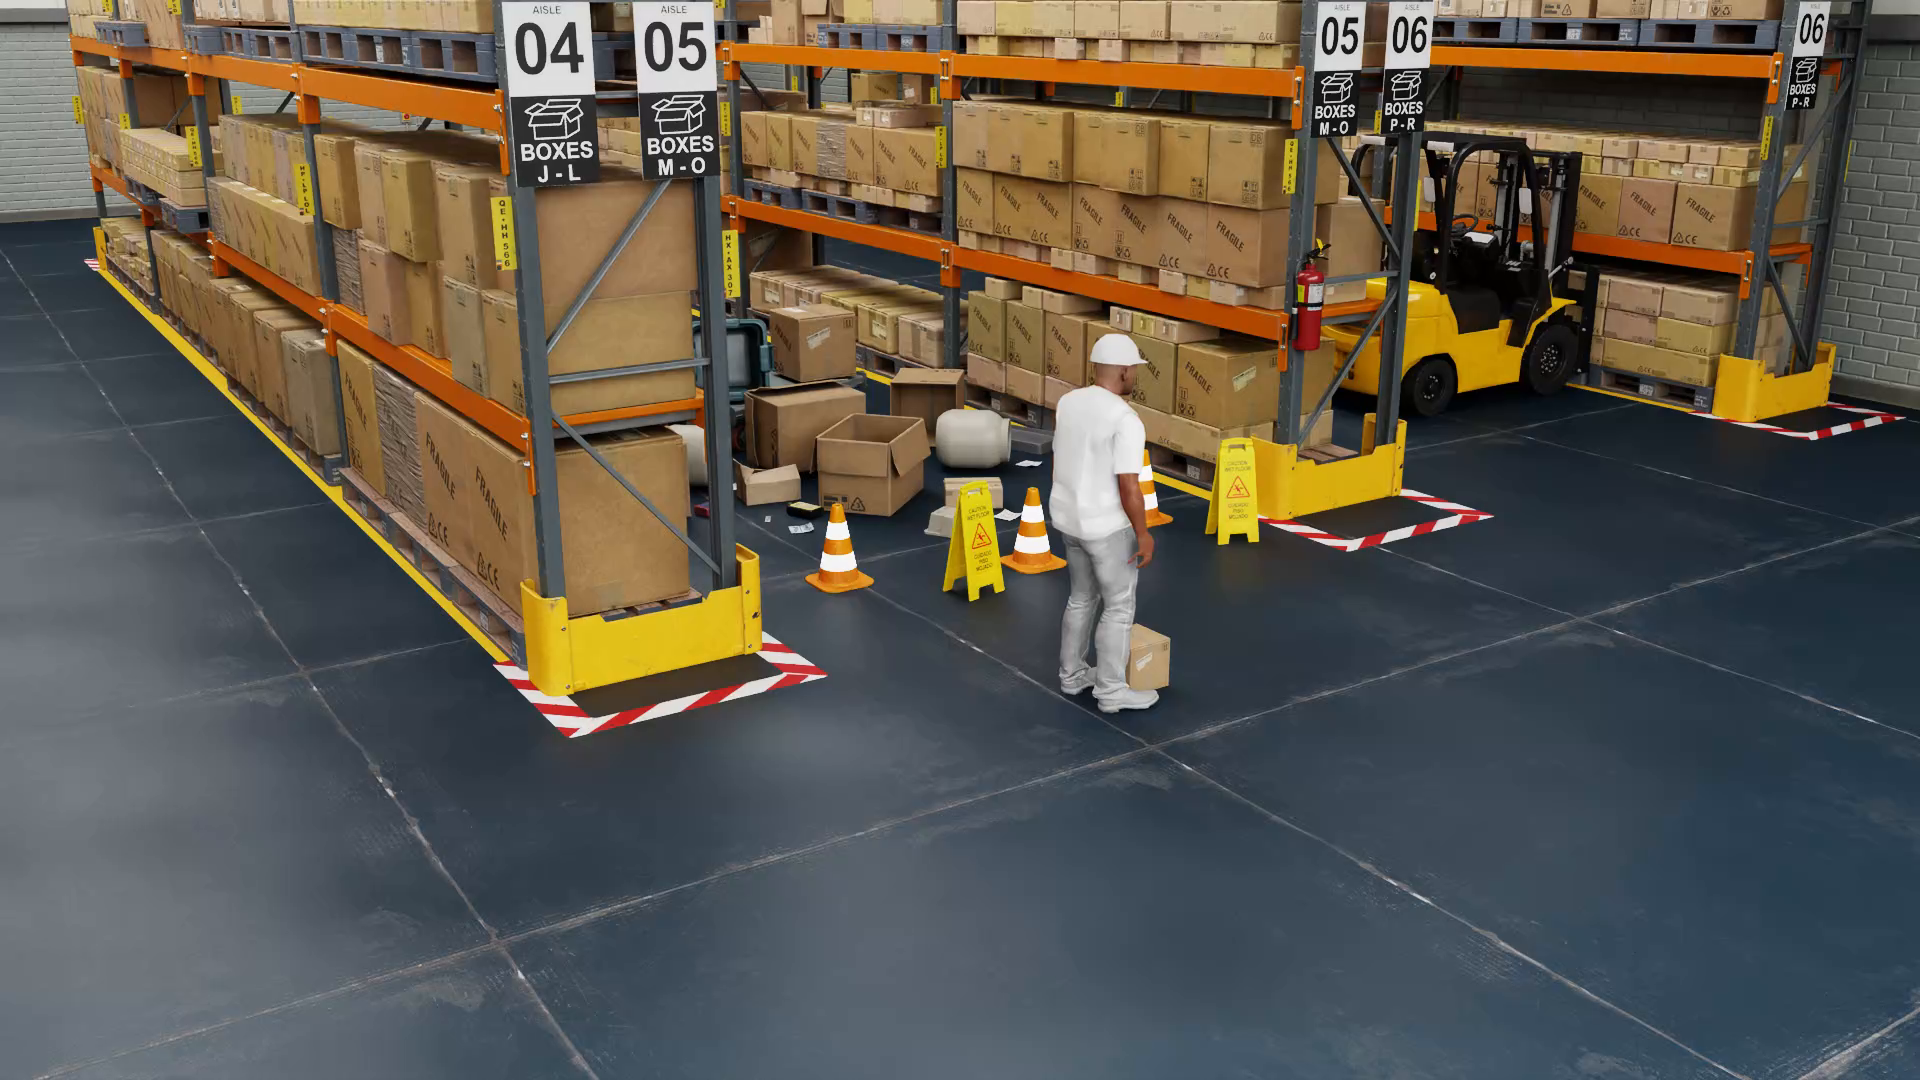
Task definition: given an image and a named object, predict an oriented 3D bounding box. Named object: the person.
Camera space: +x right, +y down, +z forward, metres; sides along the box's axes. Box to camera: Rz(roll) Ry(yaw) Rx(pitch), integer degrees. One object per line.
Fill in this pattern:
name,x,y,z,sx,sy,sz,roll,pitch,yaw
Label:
person,0.670,-0.087,7.793,0.456,1.761,0.627,-11,21,-31
